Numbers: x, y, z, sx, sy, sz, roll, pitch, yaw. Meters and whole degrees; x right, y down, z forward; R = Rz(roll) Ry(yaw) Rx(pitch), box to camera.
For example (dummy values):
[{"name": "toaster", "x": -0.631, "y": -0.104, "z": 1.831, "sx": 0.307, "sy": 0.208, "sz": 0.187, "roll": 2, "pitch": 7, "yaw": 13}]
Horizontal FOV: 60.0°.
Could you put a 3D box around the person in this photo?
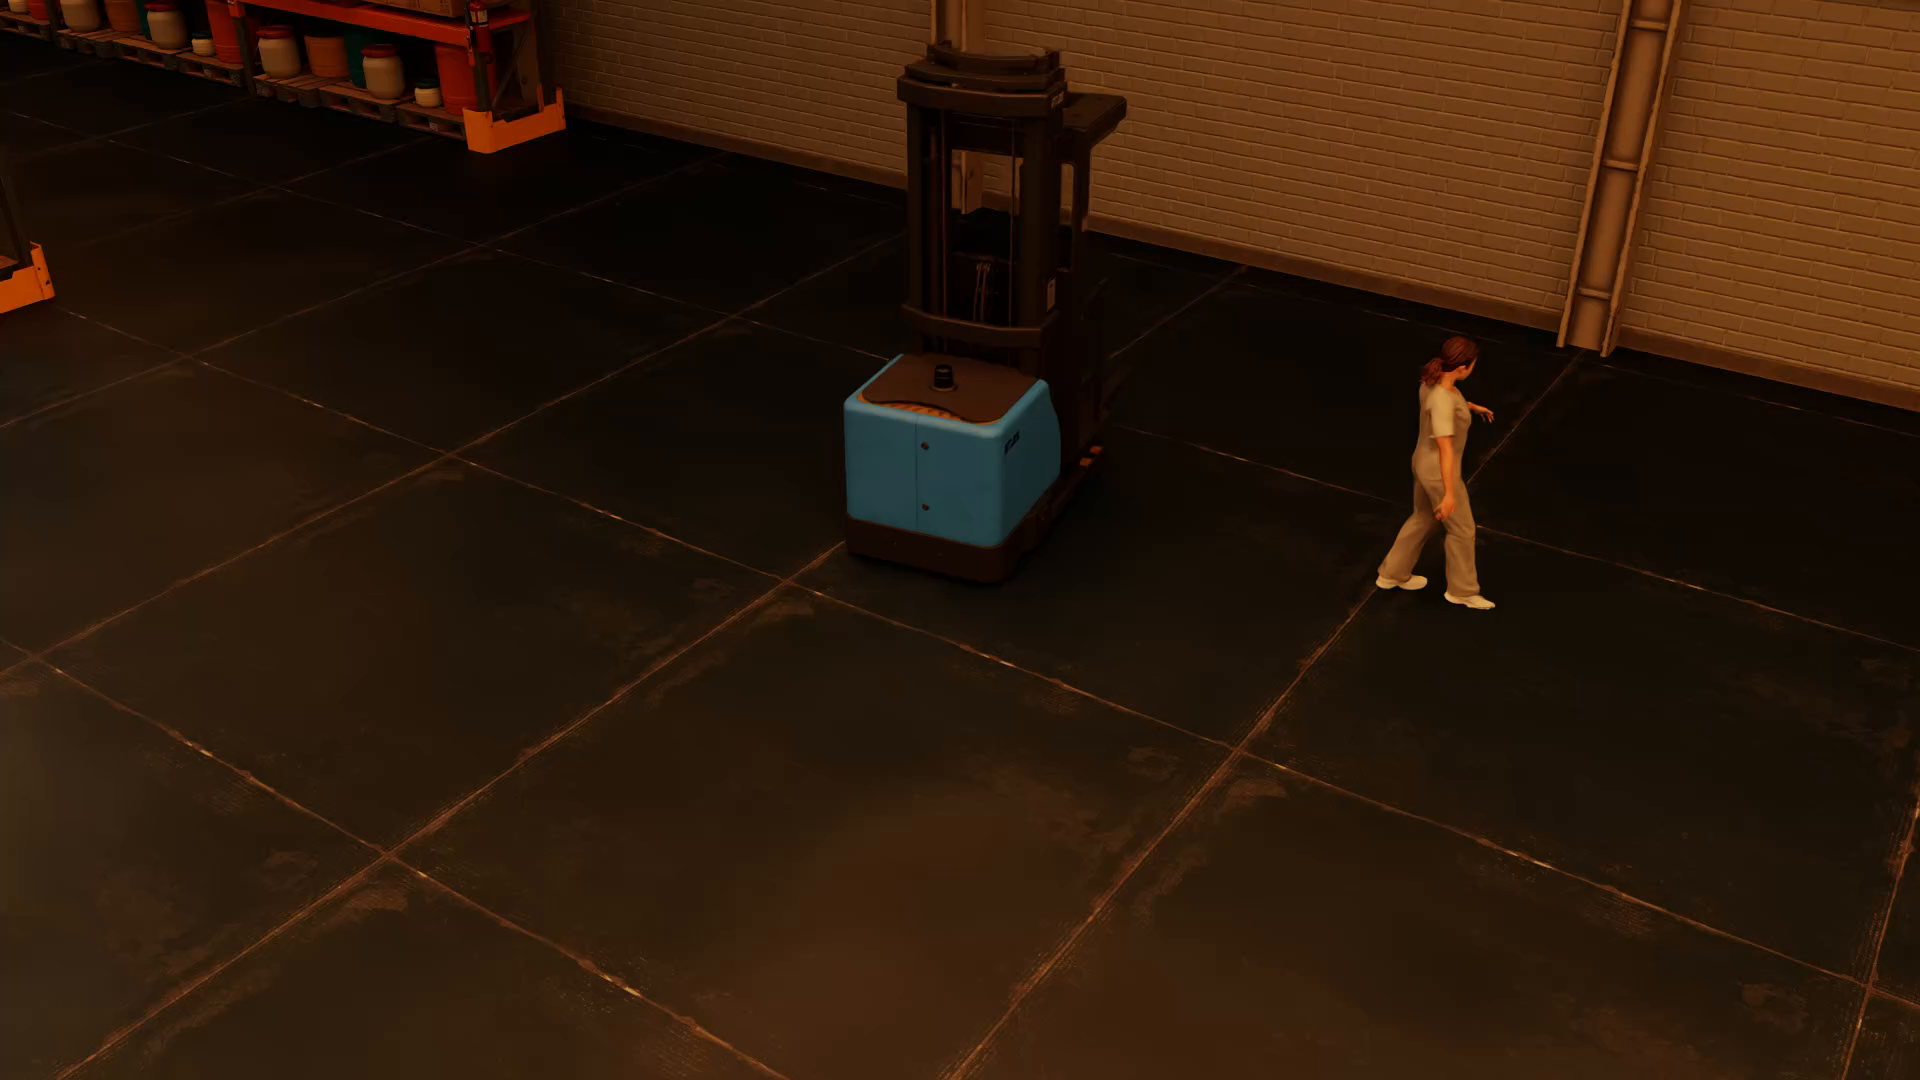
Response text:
[{"name": "person", "x": 2.837, "y": -0.367, "z": 9.524, "sx": 0.680, "sy": 1.679, "sz": 0.888, "roll": 2, "pitch": 30, "yaw": 4}]

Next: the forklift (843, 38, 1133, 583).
[{"name": "forklift", "x": 0.356, "y": -1.734, "z": 10.567, "sx": 1.130, "sy": 2.935, "sz": 3.031, "roll": 13, "pitch": 32, "yaw": 21}]
